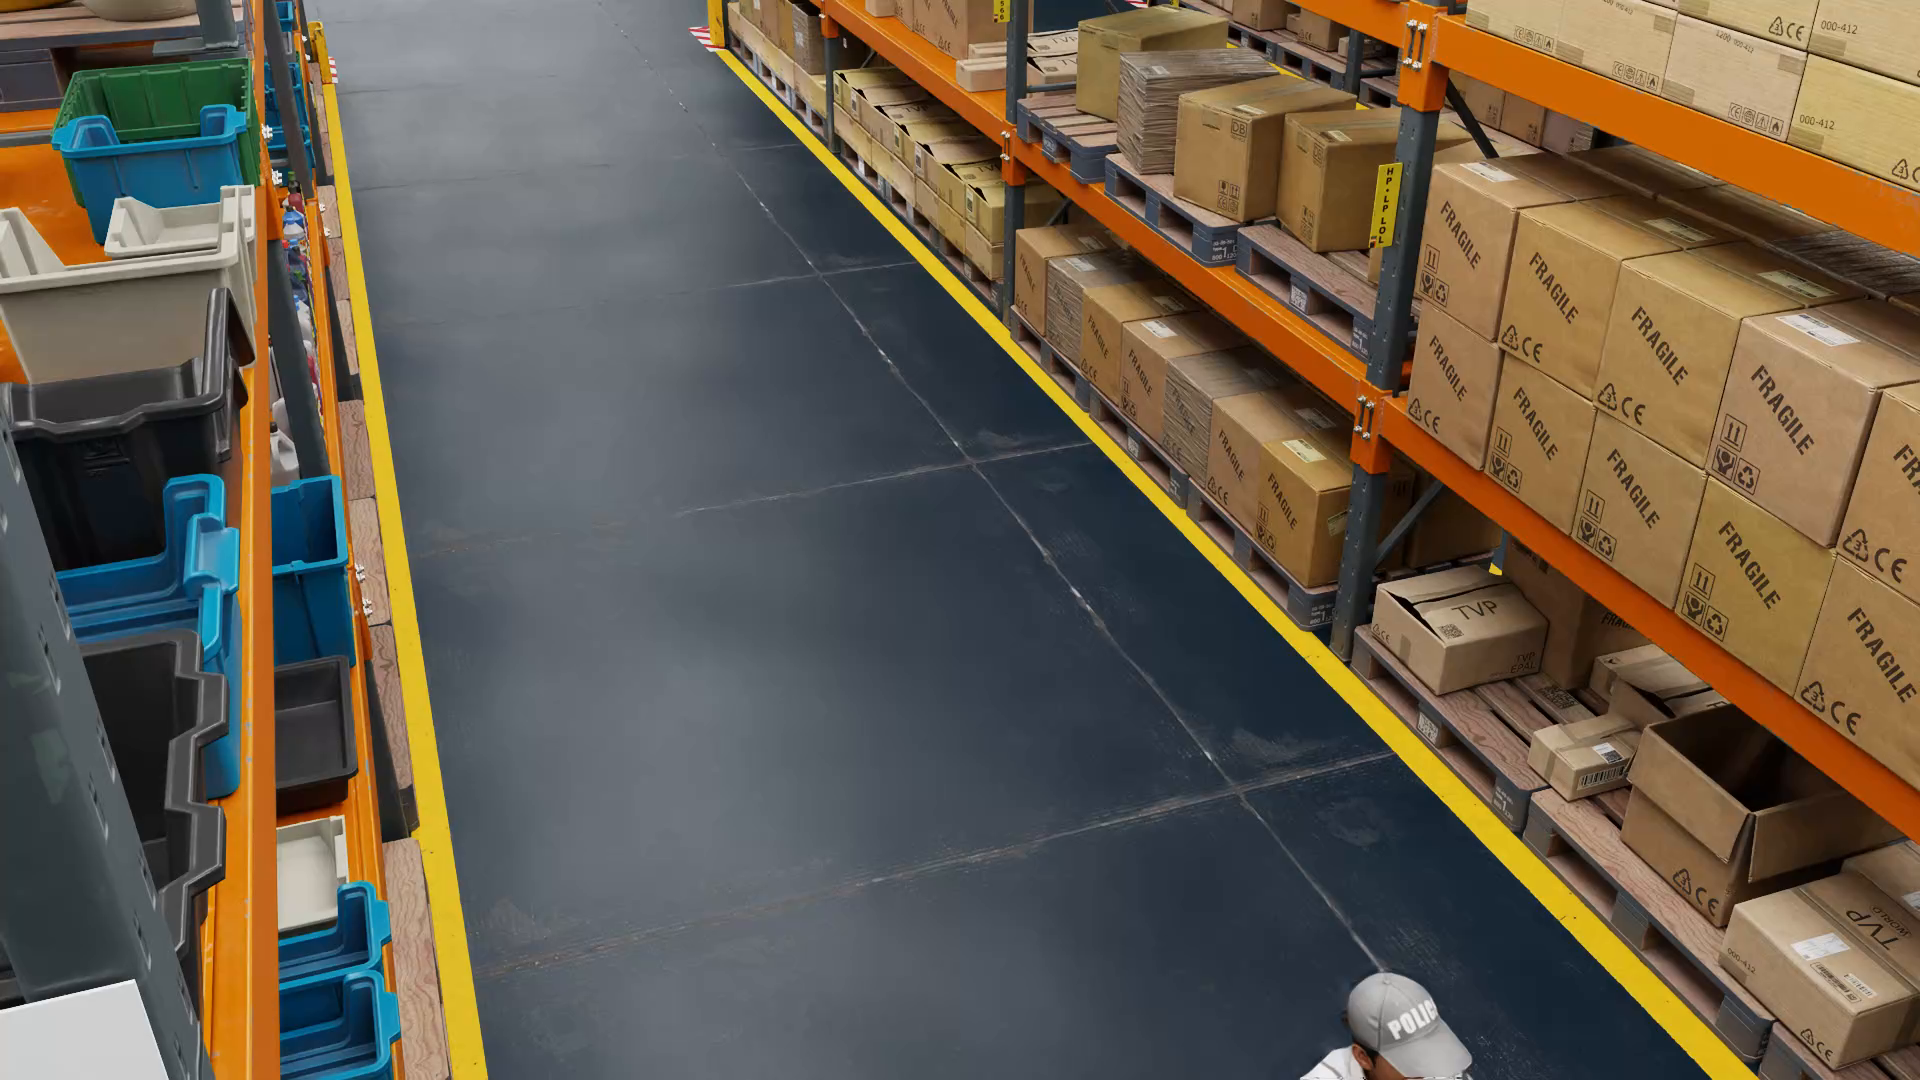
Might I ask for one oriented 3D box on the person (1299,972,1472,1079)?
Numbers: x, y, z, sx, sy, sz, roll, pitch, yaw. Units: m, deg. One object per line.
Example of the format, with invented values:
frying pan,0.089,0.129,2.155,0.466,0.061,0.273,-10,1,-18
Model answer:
person,0.925,1.692,3.733,0.478,1.717,0.670,-10,32,-17
